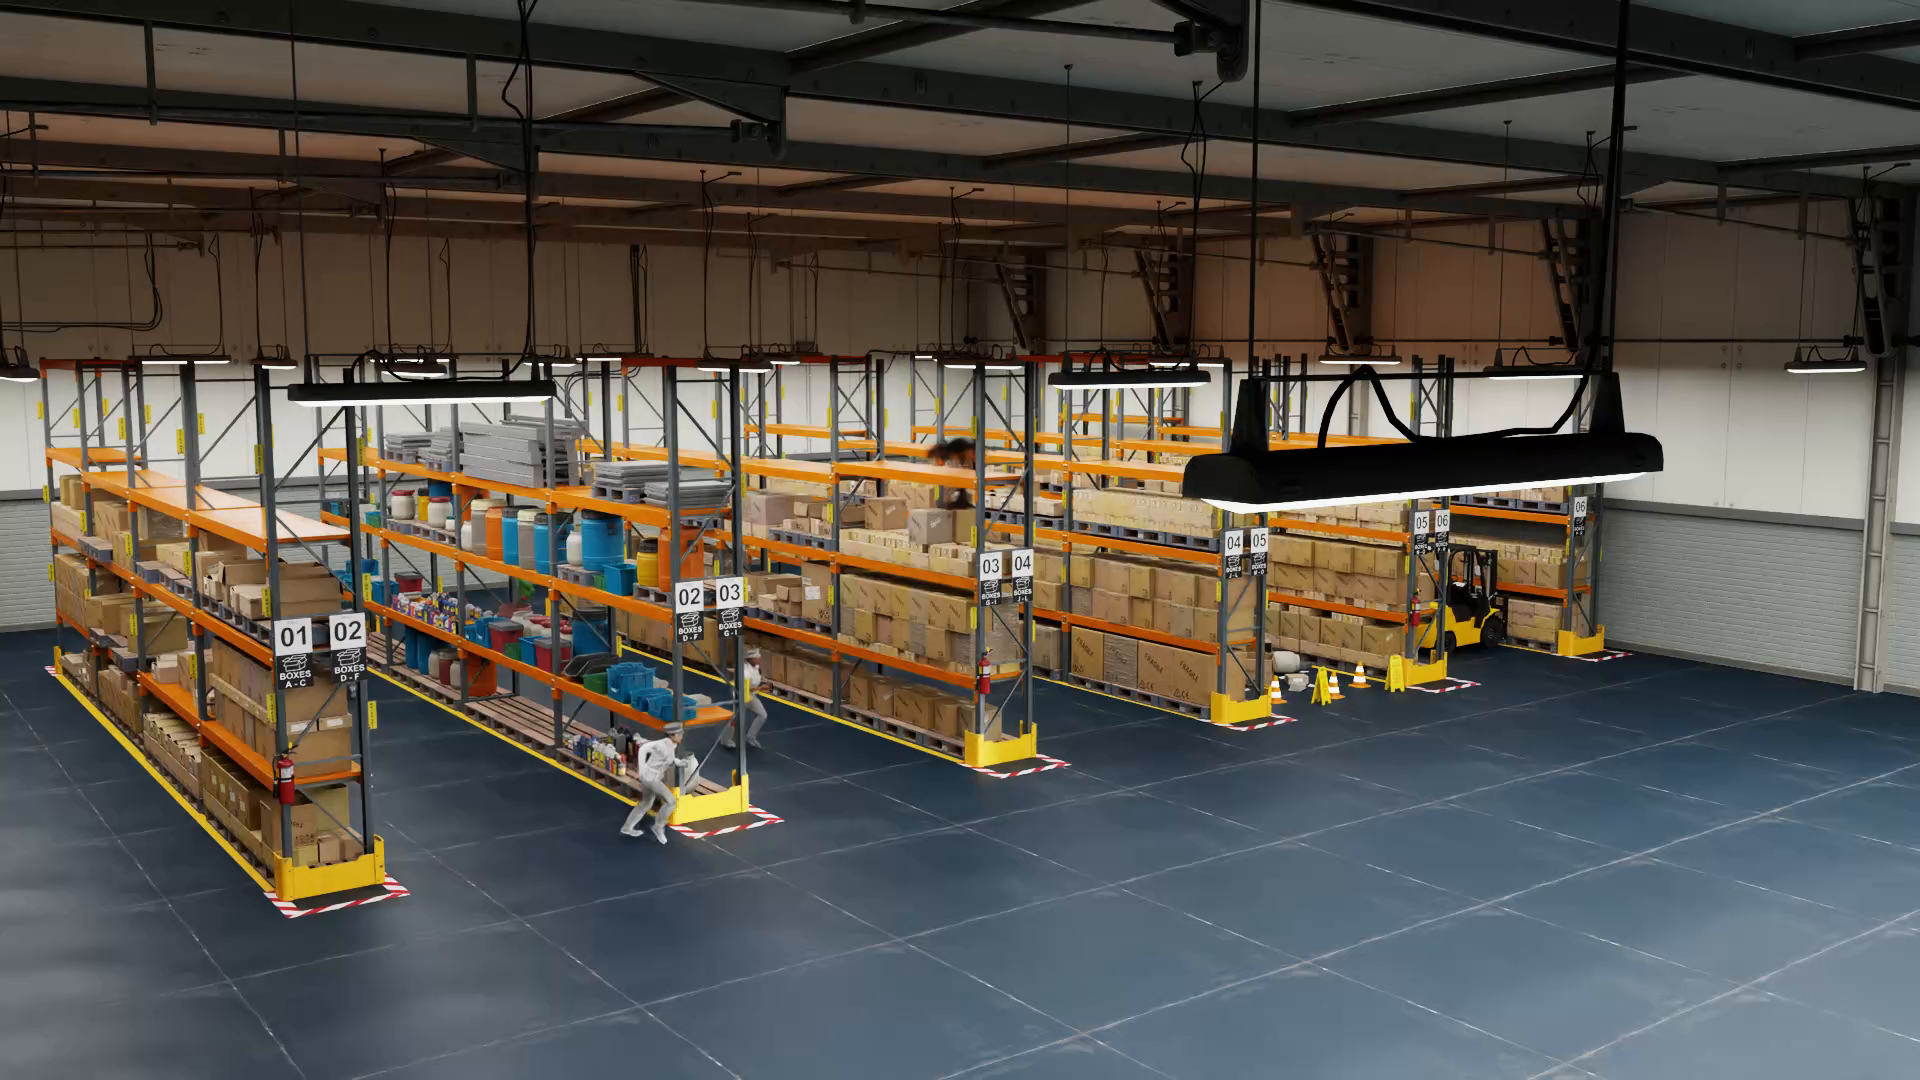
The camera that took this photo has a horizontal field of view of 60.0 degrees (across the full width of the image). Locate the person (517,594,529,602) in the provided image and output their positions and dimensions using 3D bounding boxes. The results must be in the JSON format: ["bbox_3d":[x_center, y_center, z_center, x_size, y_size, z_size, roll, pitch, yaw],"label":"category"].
[{"bbox_3d":[-10.087,0.761,38.666,0.503,1.458,0.699,-1,7,-5],"label":"person"}]

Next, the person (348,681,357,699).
[{"bbox_3d":[-11.019,2.072,29.768,0.579,1.425,1.054,-4,8,-28],"label":"person"}]

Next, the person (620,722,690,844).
[{"bbox_3d":[-3.871,3.069,20.957,0.926,1.579,0.661,1,7,11],"label":"person"}]

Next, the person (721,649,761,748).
[{"bbox_3d":[-3.372,2.447,25.778,0.732,1.617,0.410,3,8,25],"label":"person"}]
